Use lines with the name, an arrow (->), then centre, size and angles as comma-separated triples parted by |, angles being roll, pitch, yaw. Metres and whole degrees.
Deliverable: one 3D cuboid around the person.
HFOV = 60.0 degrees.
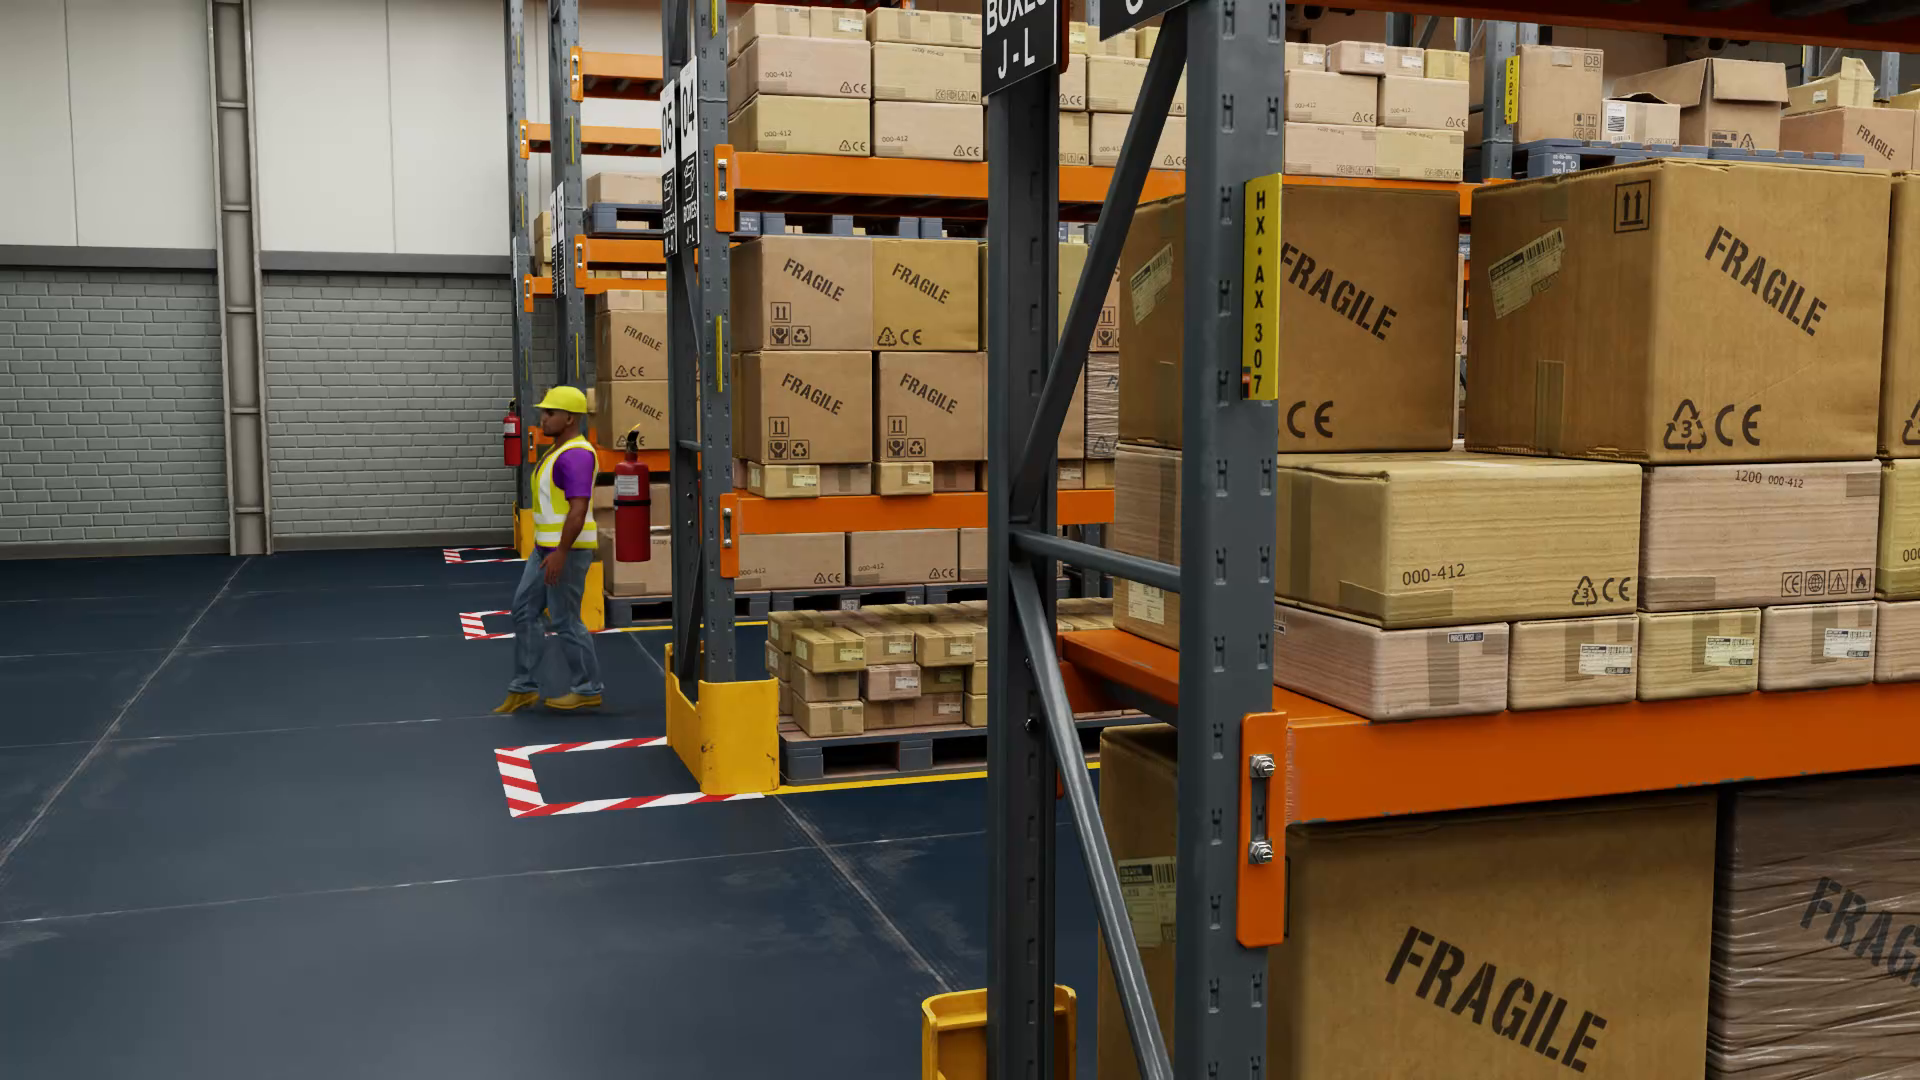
person -> -2.236, 0.087, 8.968 | 0.600, 1.823, 0.643 | -3, 6, -26
